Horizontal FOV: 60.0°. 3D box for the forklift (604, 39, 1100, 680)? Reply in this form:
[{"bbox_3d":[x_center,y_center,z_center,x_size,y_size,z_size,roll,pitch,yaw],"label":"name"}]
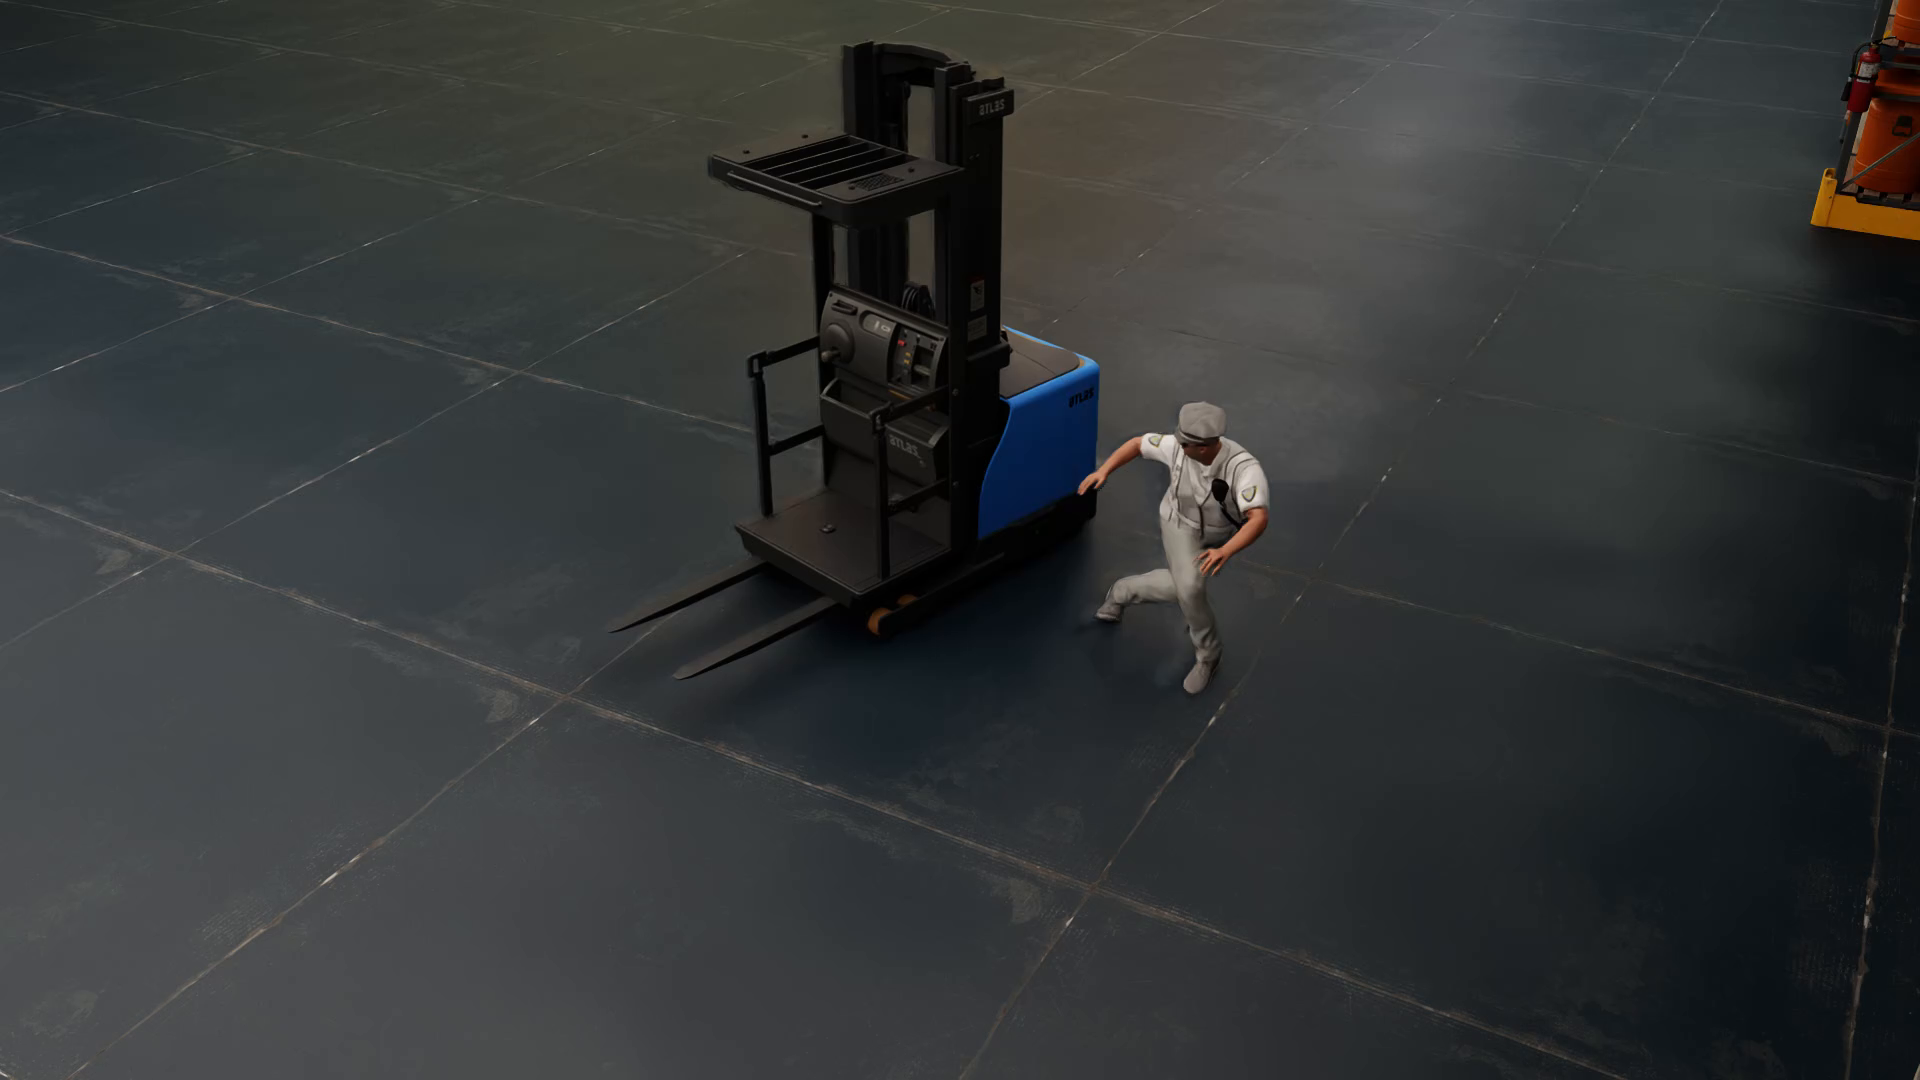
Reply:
[{"bbox_3d":[-0.570,-1.027,8.849,3.031,2.935,1.130,-26,39,-38],"label":"forklift"}]

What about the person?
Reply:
[{"bbox_3d":[1.062,0.020,8.488,0.950,1.556,1.118,2,30,4],"label":"person"}]
